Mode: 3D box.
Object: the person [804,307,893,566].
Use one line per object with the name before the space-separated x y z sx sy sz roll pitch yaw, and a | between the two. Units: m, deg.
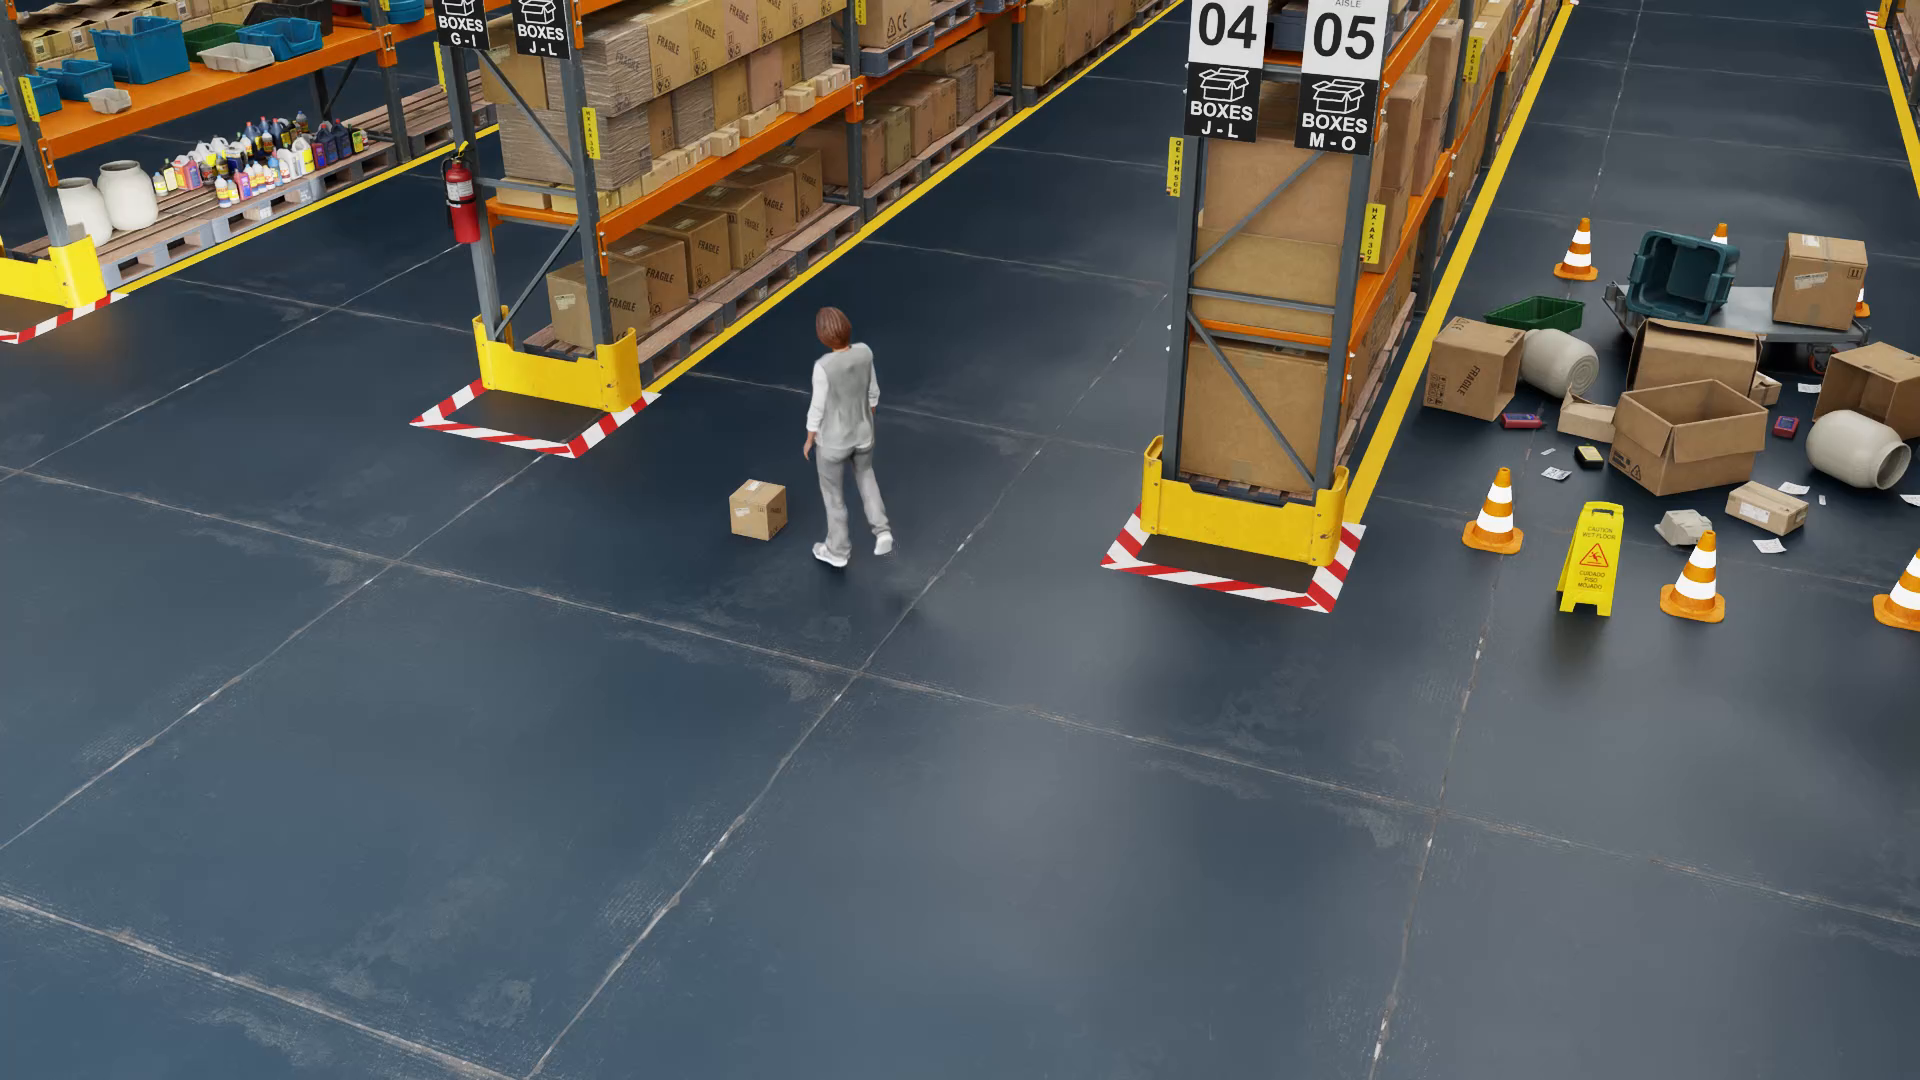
person | -0.633 -0.563 9.332 0.461 1.593 0.475 -21 36 -31
